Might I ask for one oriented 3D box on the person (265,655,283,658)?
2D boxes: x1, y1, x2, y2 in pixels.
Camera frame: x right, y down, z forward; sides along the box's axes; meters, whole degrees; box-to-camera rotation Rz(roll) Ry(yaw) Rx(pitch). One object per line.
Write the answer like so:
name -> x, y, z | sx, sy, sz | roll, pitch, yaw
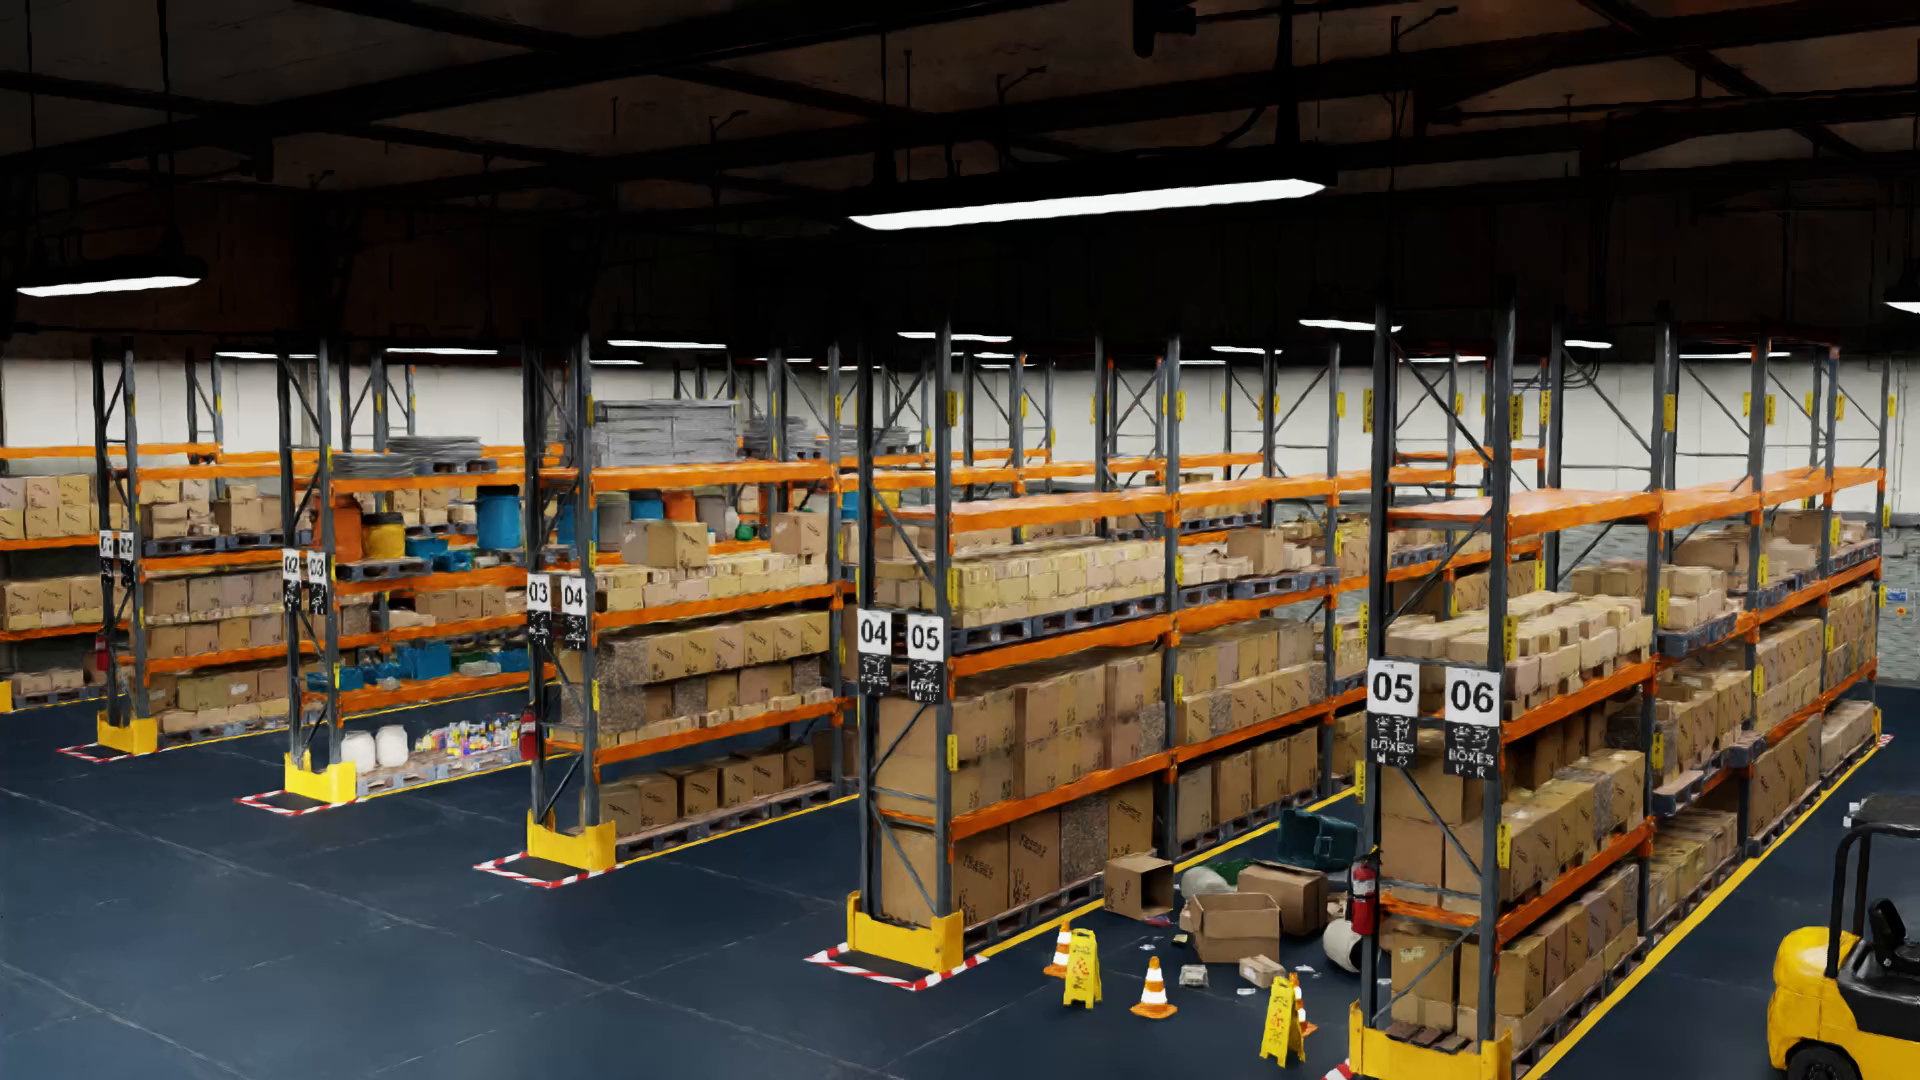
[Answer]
person -> -12.368, 1.697, 29.969 | 0.678, 1.741, 0.546 | 3, 6, 34
